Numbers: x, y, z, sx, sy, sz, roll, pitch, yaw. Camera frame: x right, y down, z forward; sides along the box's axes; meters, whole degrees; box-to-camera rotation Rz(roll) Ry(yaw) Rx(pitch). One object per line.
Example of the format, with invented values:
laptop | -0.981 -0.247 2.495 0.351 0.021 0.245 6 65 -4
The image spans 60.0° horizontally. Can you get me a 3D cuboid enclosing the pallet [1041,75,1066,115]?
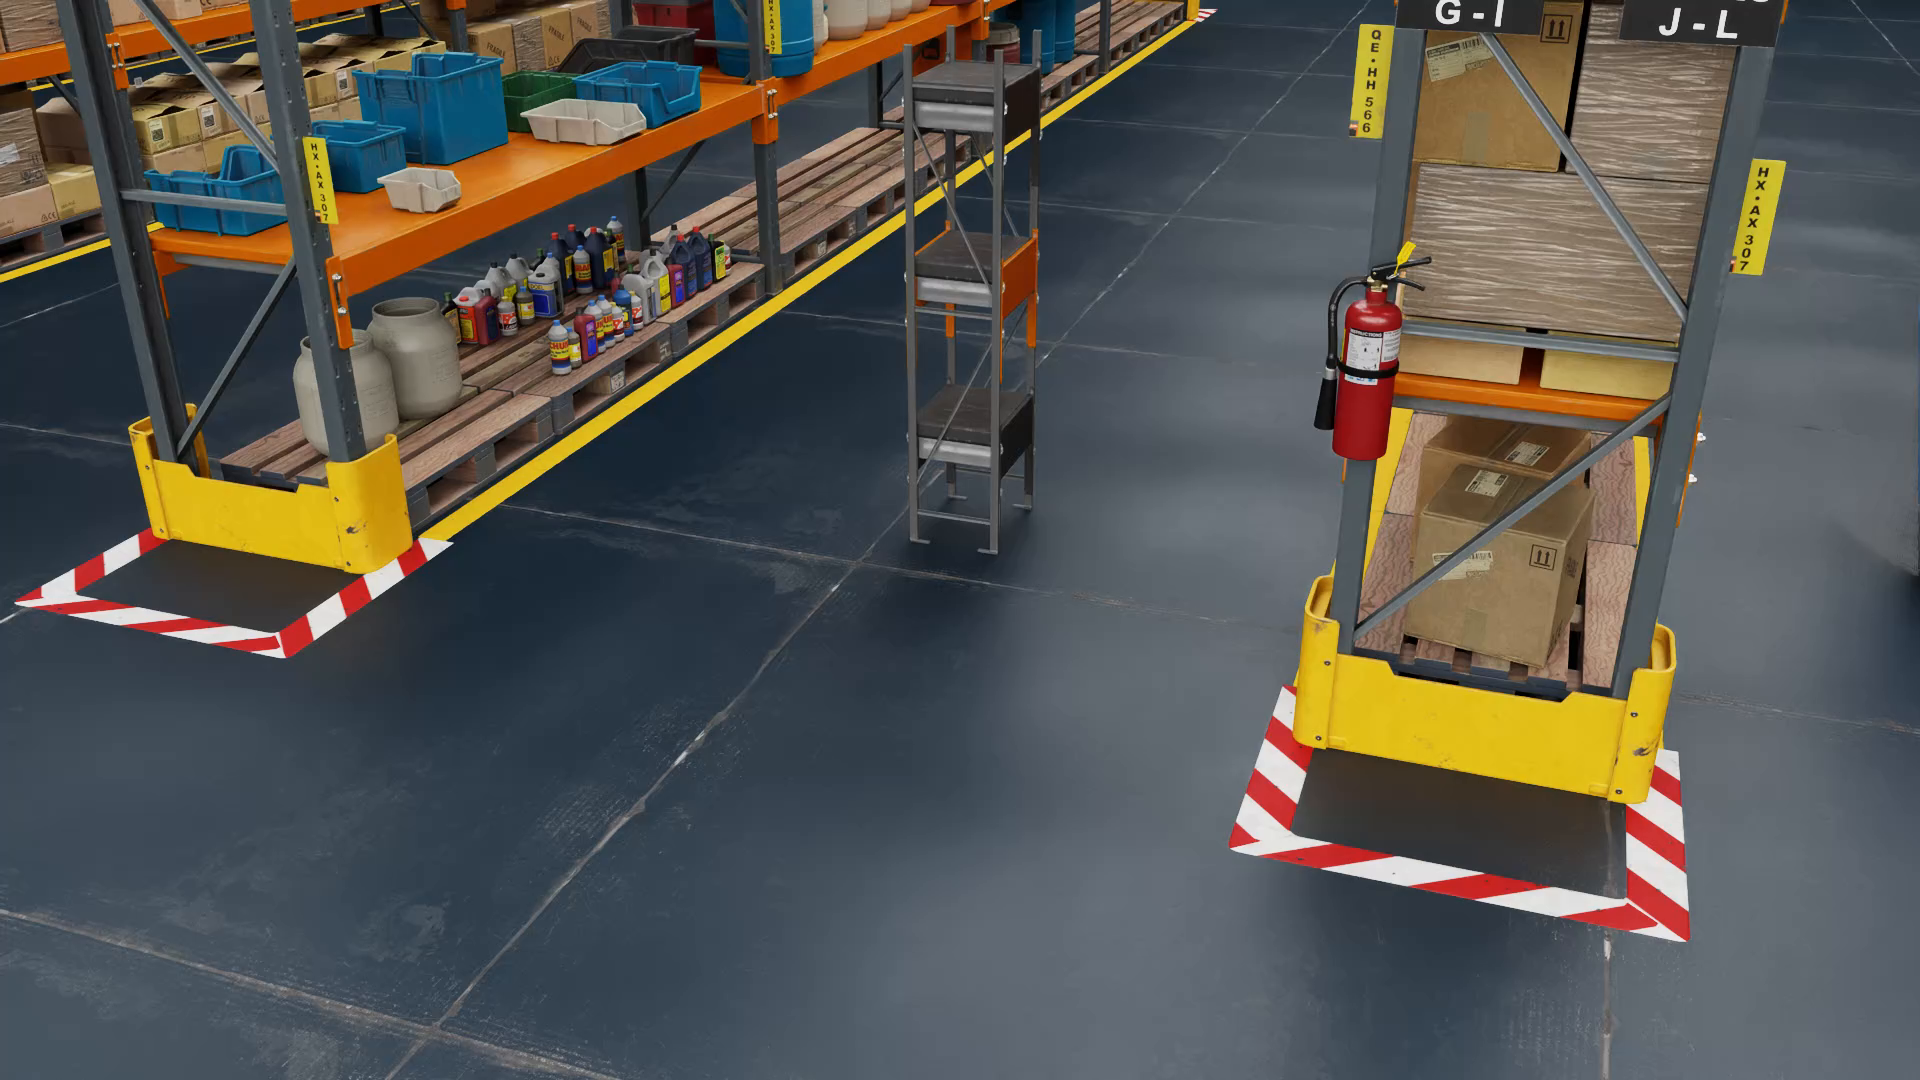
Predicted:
pallet | 0.354 -4.179 15.640 1.003 0.211 1.213 9 27 17

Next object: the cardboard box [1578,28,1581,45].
cardboard box | 2.655 -2.045 7.576 0.875 0.500 0.500 9 27 17

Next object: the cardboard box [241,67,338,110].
cardboard box | -5.395 -3.650 13.377 0.500 0.311 0.500 10 27 19

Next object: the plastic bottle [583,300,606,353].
plastic bottle | -1.928 -1.128 8.764 0.097 0.271 0.097 0 26 0

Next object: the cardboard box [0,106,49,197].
cardboard box | -6.404 -2.544 10.875 0.500 0.500 0.500 9 27 17

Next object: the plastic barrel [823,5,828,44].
plastic barrel | -1.023 -3.420 11.031 0.301 0.262 0.301 0 26 0

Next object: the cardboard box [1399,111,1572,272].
cardboard box | 1.994 -1.223 5.877 0.875 0.500 0.500 9 27 17

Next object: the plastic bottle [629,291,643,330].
plastic bottle | -1.793 -1.263 9.122 0.097 0.201 0.097 0 26 0

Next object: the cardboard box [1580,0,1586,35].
cardboard box | 3.007 -2.441 7.247 0.500 0.500 0.500 9 27 17

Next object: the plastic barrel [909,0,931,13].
plastic barrel | -0.418 -4.201 12.357 0.421 0.512 0.421 0 26 0

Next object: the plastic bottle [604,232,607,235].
plastic bottle | -2.161 -1.790 10.212 0.097 0.201 0.097 0 26 0

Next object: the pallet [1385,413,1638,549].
pallet | 2.468 -0.204 7.428 1.003 0.211 1.213 9 27 17

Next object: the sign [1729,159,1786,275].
sign | 2.243 -0.910 4.694 0.100 0.325 0.005 9 27 17

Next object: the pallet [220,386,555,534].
pallet | -2.683 -0.433 7.903 1.003 0.211 1.213 9 27 17

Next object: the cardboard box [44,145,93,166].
cardboard box | -6.413 -2.845 12.357 0.500 0.250 0.500 8 27 17

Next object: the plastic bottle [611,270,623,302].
plastic bottle | -1.881 -1.367 9.244 0.061 0.283 0.133 9 27 17

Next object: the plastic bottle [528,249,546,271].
plastic bottle | -2.425 -1.526 9.571 0.061 0.283 0.133 10 28 20

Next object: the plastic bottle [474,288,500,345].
plastic bottle | -2.531 -1.195 8.889 0.061 0.283 0.133 9 27 17

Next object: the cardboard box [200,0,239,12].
cardboard box | -5.832 -4.256 12.483 0.500 0.500 0.500 11 28 21

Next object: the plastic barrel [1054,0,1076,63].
plastic barrel | 0.857 -5.272 16.623 0.600 0.901 0.708 9 27 17

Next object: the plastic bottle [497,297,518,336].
plastic bottle | -2.462 -1.220 9.035 0.097 0.201 0.097 0 26 0

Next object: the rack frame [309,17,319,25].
rack frame | -8.288 -7.685 19.681 1.000 3.000 0.127 9 27 17

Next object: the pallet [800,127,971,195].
pallet | -0.572 -3.037 13.280 1.003 0.211 1.213 9 27 17

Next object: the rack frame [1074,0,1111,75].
rack frame | 1.054 -6.249 16.714 1.000 3.000 0.127 9 27 17

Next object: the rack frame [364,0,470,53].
rack frame | -4.947 -5.325 14.805 1.000 3.000 0.127 9 27 17

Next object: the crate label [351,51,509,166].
crate label | -2.582 -2.129 8.164 0.502 0.435 0.616 9 27 17

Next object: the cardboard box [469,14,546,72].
cardboard box | -4.357 -4.759 16.001 0.500 0.500 0.500 8 27 16

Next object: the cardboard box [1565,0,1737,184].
cardboard box | 2.171 -1.414 5.126 0.500 0.500 0.500 9 27 17

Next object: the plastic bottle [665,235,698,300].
plastic bottle | -1.615 -1.582 9.609 0.144 0.351 0.185 7 27 15

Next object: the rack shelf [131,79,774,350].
rack shelf | -2.274 -1.815 8.383 1.077 0.370 4.000 9 27 17

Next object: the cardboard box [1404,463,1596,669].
cardboard box | 1.955 0.083 6.023 0.500 0.500 0.500 14 29 27

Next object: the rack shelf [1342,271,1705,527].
rack shelf | 2.397 -1.097 6.899 1.077 0.370 4.000 9 27 17

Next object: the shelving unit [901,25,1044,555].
shelving unit | 0.055 -1.013 6.933 0.431 2.100 0.503 9 27 17

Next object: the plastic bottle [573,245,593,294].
plastic bottle | -2.203 -1.582 9.702 0.097 0.271 0.097 0 26 0

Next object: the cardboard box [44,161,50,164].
cardboard box | -6.718 -2.486 11.615 0.500 0.250 0.500 9 27 17

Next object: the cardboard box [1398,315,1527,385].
cardboard box | 1.632 -0.633 5.404 0.380 0.149 0.250 9 27 17

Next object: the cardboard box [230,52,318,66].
cardboard box | -5.737 -3.930 13.954 0.500 0.311 0.500 8 27 16

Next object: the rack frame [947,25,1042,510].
rack frame | 0.136 -1.113 7.140 0.400 2.100 0.015 9 27 17

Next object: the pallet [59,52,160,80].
pallet | -9.286 -5.100 17.540 1.003 0.211 1.213 9 27 17

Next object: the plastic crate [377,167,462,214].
plastic crate | -2.338 -1.520 7.249 0.298 0.136 0.250 9 27 17

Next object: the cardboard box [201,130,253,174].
cardboard box | -5.739 -2.972 12.620 0.500 0.250 0.500 9 27 19

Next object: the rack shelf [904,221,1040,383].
rack shelf | 0.055 -1.001 6.939 0.431 0.518 0.480 9 27 17

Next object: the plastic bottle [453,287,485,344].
plastic bottle | -2.632 -1.207 8.922 0.152 0.276 0.135 9 27 18

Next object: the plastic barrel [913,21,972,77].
plastic barrel | -0.130 -4.021 14.120 0.600 0.830 0.708 9 27 17

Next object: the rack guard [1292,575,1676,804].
rack guard | 1.757 0.495 5.654 1.175 0.500 0.348 9 27 17

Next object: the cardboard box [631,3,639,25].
cardboard box | -3.682 -5.595 17.728 0.500 0.500 0.500 9 27 18

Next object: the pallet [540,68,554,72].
pallet | -4.663 -4.371 16.035 1.003 0.211 1.213 9 27 17

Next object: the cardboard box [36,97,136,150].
cardboard box | -6.414 -3.093 12.225 0.500 0.311 0.500 9 27 17
